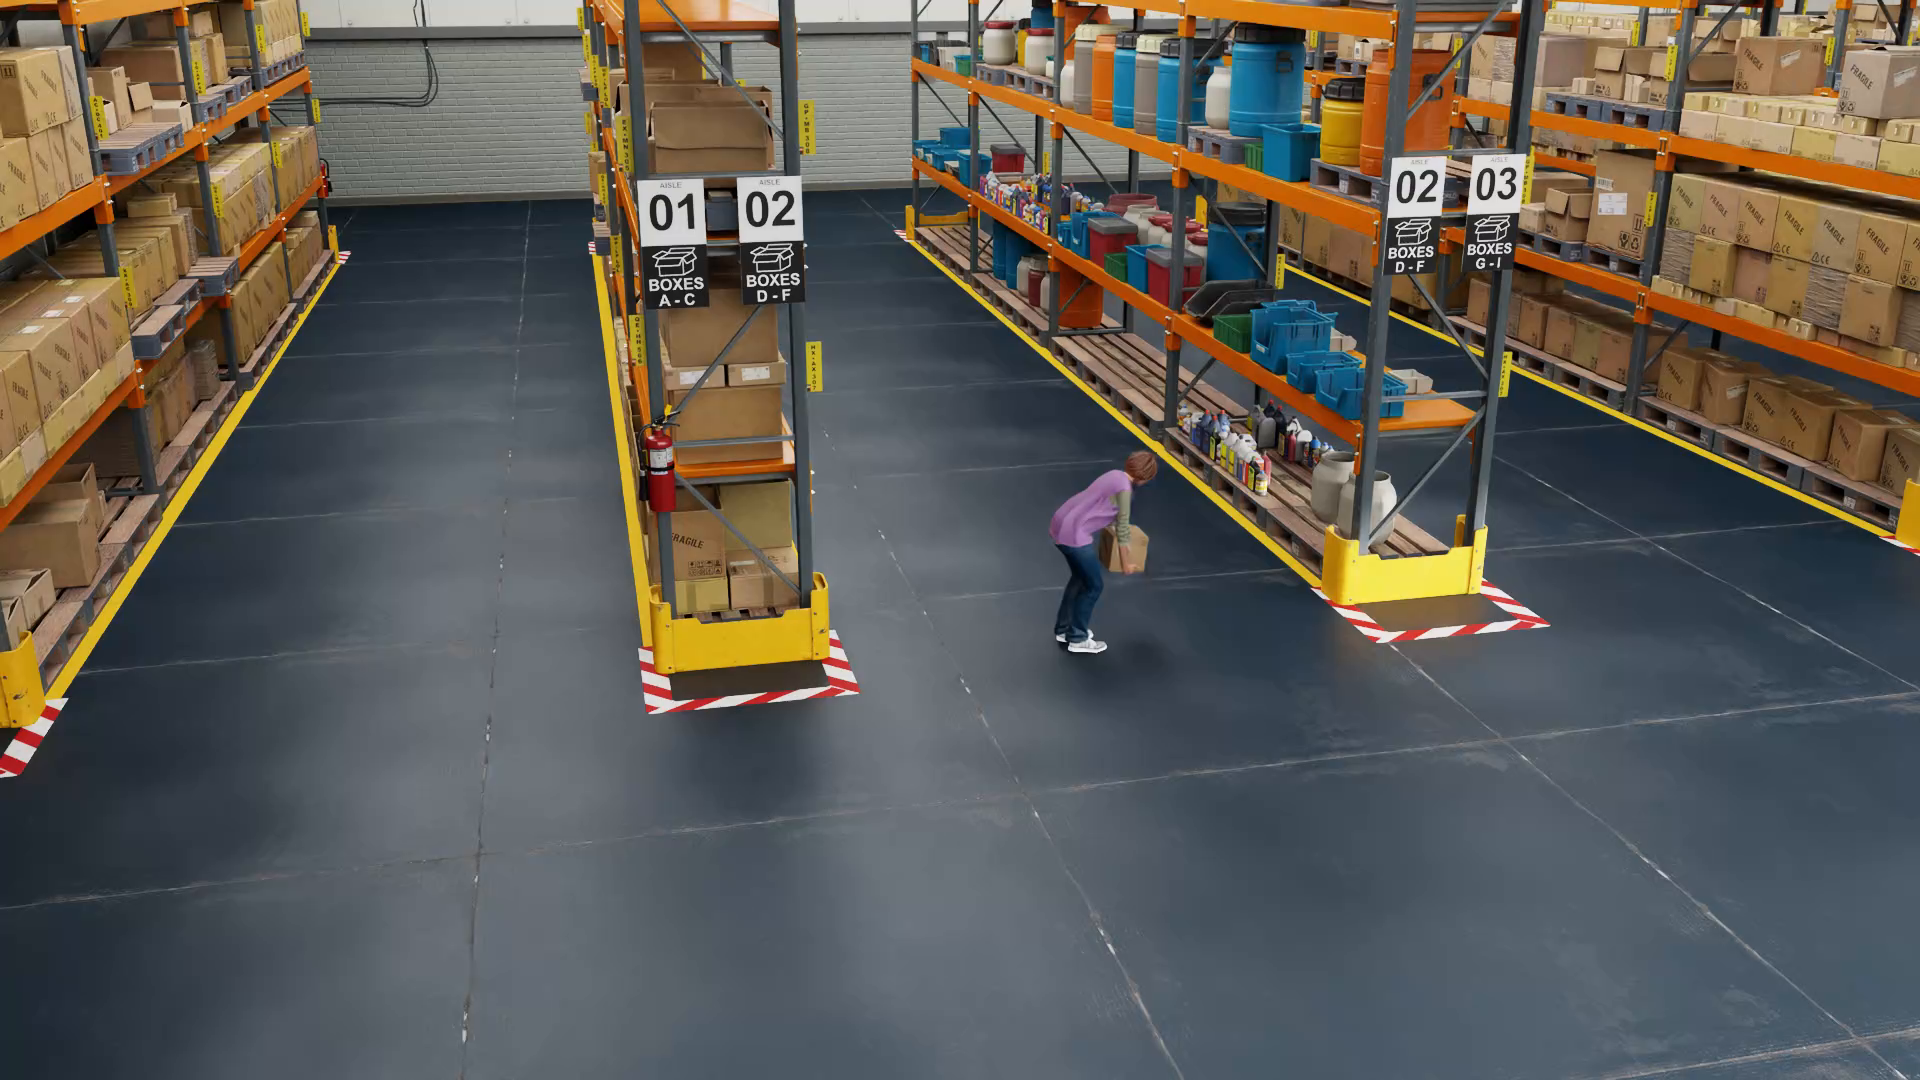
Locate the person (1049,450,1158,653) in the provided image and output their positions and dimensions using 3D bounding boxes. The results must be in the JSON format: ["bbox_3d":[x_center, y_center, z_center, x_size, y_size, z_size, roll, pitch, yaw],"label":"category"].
[{"bbox_3d":[0.963,0.081,11.225,0.737,1.356,0.374,-5,21,-14],"label":"person"}]
